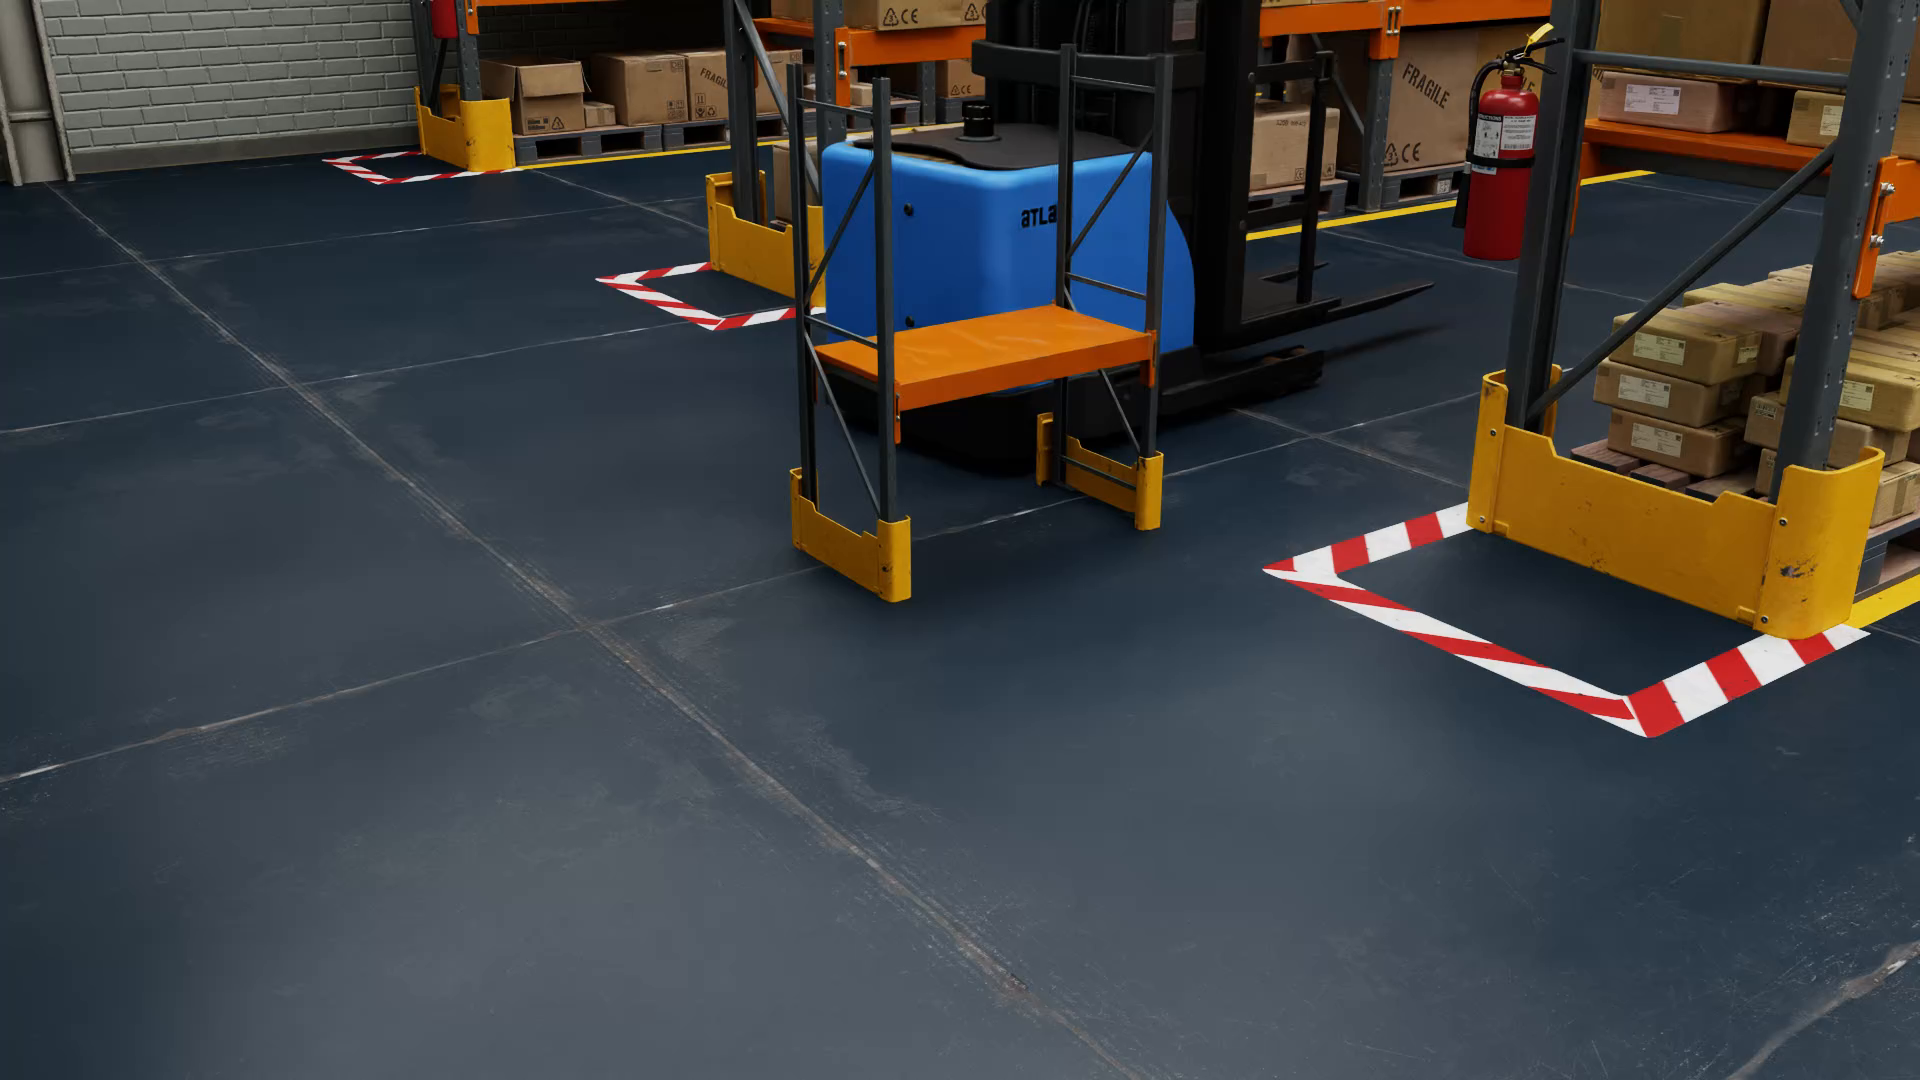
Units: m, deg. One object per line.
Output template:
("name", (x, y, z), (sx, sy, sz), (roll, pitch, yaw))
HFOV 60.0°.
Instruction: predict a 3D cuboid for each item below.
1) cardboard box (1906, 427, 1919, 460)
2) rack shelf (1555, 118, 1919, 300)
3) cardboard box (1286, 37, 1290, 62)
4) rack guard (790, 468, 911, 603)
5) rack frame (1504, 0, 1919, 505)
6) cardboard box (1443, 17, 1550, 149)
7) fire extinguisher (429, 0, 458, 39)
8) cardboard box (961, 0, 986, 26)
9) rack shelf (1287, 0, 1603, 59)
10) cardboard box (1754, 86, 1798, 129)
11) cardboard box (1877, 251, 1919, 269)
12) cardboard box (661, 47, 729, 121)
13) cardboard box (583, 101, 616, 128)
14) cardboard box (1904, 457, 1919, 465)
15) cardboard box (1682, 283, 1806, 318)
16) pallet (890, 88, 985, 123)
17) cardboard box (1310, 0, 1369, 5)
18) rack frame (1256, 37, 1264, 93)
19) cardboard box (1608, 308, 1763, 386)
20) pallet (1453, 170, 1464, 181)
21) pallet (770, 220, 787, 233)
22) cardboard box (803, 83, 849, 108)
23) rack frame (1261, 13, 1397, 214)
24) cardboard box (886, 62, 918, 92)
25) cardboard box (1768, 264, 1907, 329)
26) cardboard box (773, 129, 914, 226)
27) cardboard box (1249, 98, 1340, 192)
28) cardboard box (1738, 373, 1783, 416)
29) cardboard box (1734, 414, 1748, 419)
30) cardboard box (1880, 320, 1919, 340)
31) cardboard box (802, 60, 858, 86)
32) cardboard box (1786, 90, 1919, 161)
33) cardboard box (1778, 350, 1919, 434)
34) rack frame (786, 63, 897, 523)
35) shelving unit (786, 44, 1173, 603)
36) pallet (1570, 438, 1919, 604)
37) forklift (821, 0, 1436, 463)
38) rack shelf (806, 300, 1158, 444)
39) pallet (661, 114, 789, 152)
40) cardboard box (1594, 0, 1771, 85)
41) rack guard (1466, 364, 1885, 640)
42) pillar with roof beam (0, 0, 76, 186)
("cardboard box", (2.908, -0.384, 5.191), (0.250, 0.149, 0.380), (-15, 26, -33))
("rack shelf", (3.701, -1.396, 5.817), (4.000, 0.370, 1.077), (-15, 26, -33))
("cardboard box", (3.210, -5.211, 17.046), (0.625, 0.625, 0.875), (-14, 26, -31))
("rack guard", (-0.342, -0.025, 5.121), (0.087, 0.250, 0.587), (-15, 26, -33))
("rack frame", (2.077, -1.297, 4.599), (0.127, 3.000, 1.000), (-15, 26, -33))
("cardboard box", (3.536, -3.194, 11.654), (0.875, 0.875, 0.875), (-14, 26, -31))
("fire extinguisher", (-3.647, -3.877, 11.672), (0.183, 0.674, 0.296), (-15, 26, -33))
("cardboard box", (0.056, -2.946, 8.597), (0.500, 0.500, 0.500), (-15, 26, -34))
("rack shelf", (3.975, -3.729, 11.664), (4.000, 0.370, 1.077), (-15, 26, -33))
("cardboard box", (2.400, -1.378, 5.142), (0.250, 0.149, 0.380), (-15, 26, -33))
("cardboard box", (3.640, -0.967, 6.250), (0.250, 0.149, 0.380), (-15, 26, -33))
("cardboard box", (-2.042, -3.652, 13.308), (0.500, 0.500, 0.500), (-14, 26, -32))
("cardboard box", (-2.878, -3.312, 12.928), (0.250, 0.149, 0.380), (-16, 27, -35))
("cardboard box", (2.854, -0.266, 5.296), (0.250, 0.149, 0.380), (-15, 26, -33))
("cardboard box", (2.732, -0.766, 5.747), (0.250, 0.149, 0.380), (-16, 27, -34))
("pallet", (0.087, -4.015, 15.173), (1.213, 0.211, 1.003), (-15, 26, -33))
("cardboard box", (2.124, -3.499, 9.983), (0.500, 0.500, 0.500), (-15, 26, -32))
("rack frame", (2.696, -5.988, 16.356), (0.127, 3.000, 1.000), (-15, 26, -33))
("cardboard box", (2.359, -0.635, 5.417), (0.250, 0.149, 0.380), (-15, 26, -32))
("pallet", (3.925, -2.790, 12.104), (1.213, 0.211, 1.003), (-15, 26, -33))
("pallet", (-0.293, -1.666, 9.286), (1.213, 0.211, 1.003), (-15, 26, -33))
("cardboard box", (-1.121, -3.761, 13.898), (0.258, 0.266, 0.396), (-14, 26, -31))
("rack frame", (2.351, -3.630, 10.446), (0.127, 3.000, 1.000), (-15, 26, -33))
("cardboard box", (-0.325, -4.352, 15.061), (0.500, 0.500, 0.500), (-15, 26, -33))
("cardboard box", (3.165, -0.878, 6.027), (0.250, 0.149, 0.380), (-14, 26, -31))
("cardboard box", (-0.419, -1.942, 9.107), (0.875, 0.438, 0.875), (-16, 27, -35))
("cardboard box", (1.779, -2.531, 10.583), (0.875, 0.438, 0.875), (-15, 26, -34))
("cardboard box", (2.582, -0.546, 5.597), (0.250, 0.149, 0.380), (-16, 27, -34))
("cardboard box", (2.532, -0.431, 5.708), (0.250, 0.149, 0.380), (-14, 26, -31))
("cardboard box", (3.134, -0.567, 5.248), (0.250, 0.149, 0.380), (-15, 26, -33))
("cardboard box", (-1.225, -3.997, 14.426), (0.500, 0.311, 0.500), (-14, 26, -31))
("cardboard box", (2.531, -1.152, 4.574), (0.250, 0.149, 0.380), (-15, 26, -33))
("cardboard box", (2.701, -0.455, 4.967), (0.250, 0.149, 0.380), (-16, 27, -35))
("rack frame", (-0.343, -0.605, 4.889), (0.032, 1.500, 0.500), (-15, 26, -33))
("shelving unit", (0.062, -0.713, 5.160), (1.083, 1.500, 0.587), (-15, 26, -33))
("pallet", (2.819, -0.183, 5.571), (1.213, 0.211, 1.003), (-15, 26, -33))
("forklift", (0.896, -2.080, 6.655), (3.031, 2.935, 1.130), (-19, 28, -39))
("rack shelf", (0.069, -0.548, 5.231), (1.000, 0.185, 0.538), (-15, 26, -33))
("pallet", (-2.100, -3.413, 13.666), (1.213, 0.211, 1.003), (-15, 26, -33))
("cardboard box", (2.292, -1.656, 4.963), (0.500, 0.500, 0.500), (-14, 26, -32))
("rack guard", (2.139, -0.152, 5.103), (0.348, 0.500, 1.175), (-15, 26, -33))
("pillar with roof beam", (-3.999, -5.435, 6.876), (0.400, 9.000, 9.100), (-15, 26, -33))
